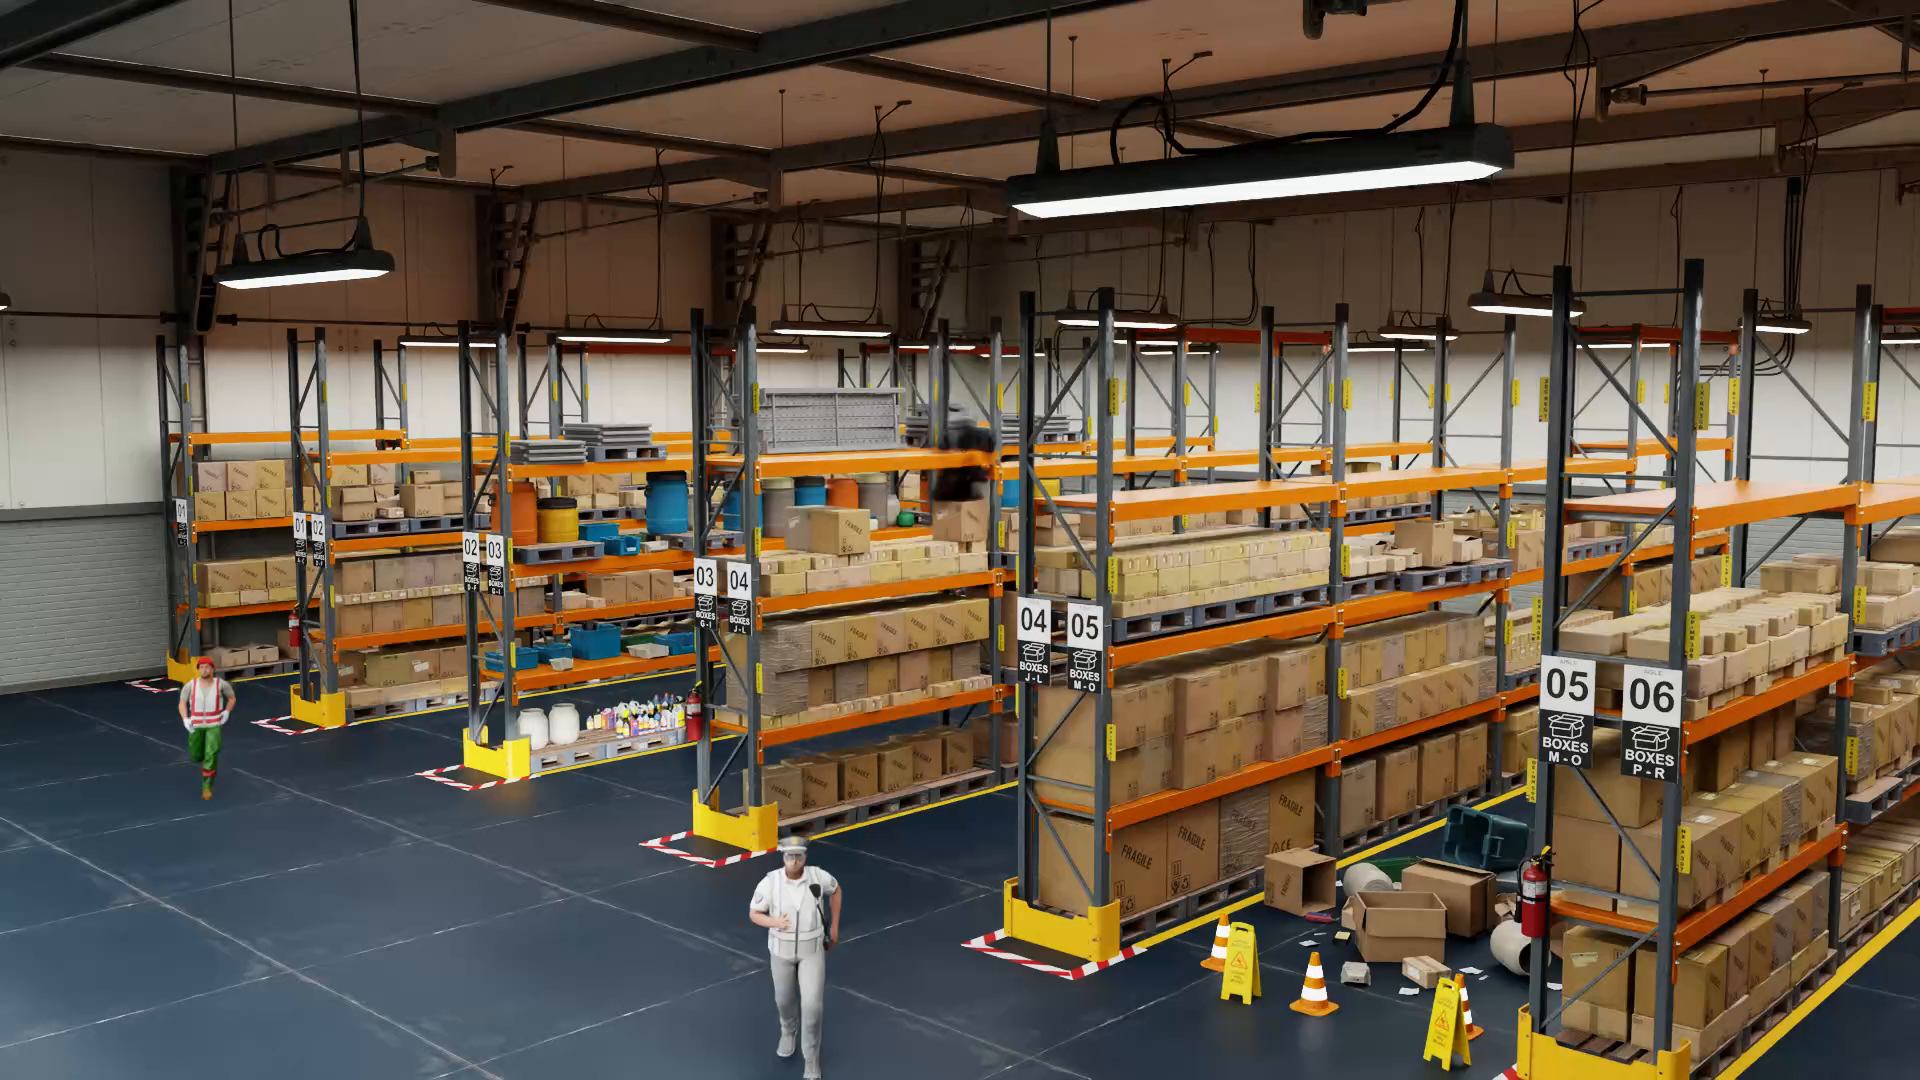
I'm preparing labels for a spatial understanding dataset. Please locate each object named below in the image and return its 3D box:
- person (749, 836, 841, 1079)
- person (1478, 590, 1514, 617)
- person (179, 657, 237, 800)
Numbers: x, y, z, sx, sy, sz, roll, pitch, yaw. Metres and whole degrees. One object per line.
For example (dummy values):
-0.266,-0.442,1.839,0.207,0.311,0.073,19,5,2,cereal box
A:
-1.236,3.112,12.512,0.678,1.857,0.811,0,5,-3,person
9.674,1.531,29.870,0.632,1.621,0.829,-1,5,-7,person
-9.515,2.343,21.036,0.654,1.744,0.869,-1,6,-14,person
